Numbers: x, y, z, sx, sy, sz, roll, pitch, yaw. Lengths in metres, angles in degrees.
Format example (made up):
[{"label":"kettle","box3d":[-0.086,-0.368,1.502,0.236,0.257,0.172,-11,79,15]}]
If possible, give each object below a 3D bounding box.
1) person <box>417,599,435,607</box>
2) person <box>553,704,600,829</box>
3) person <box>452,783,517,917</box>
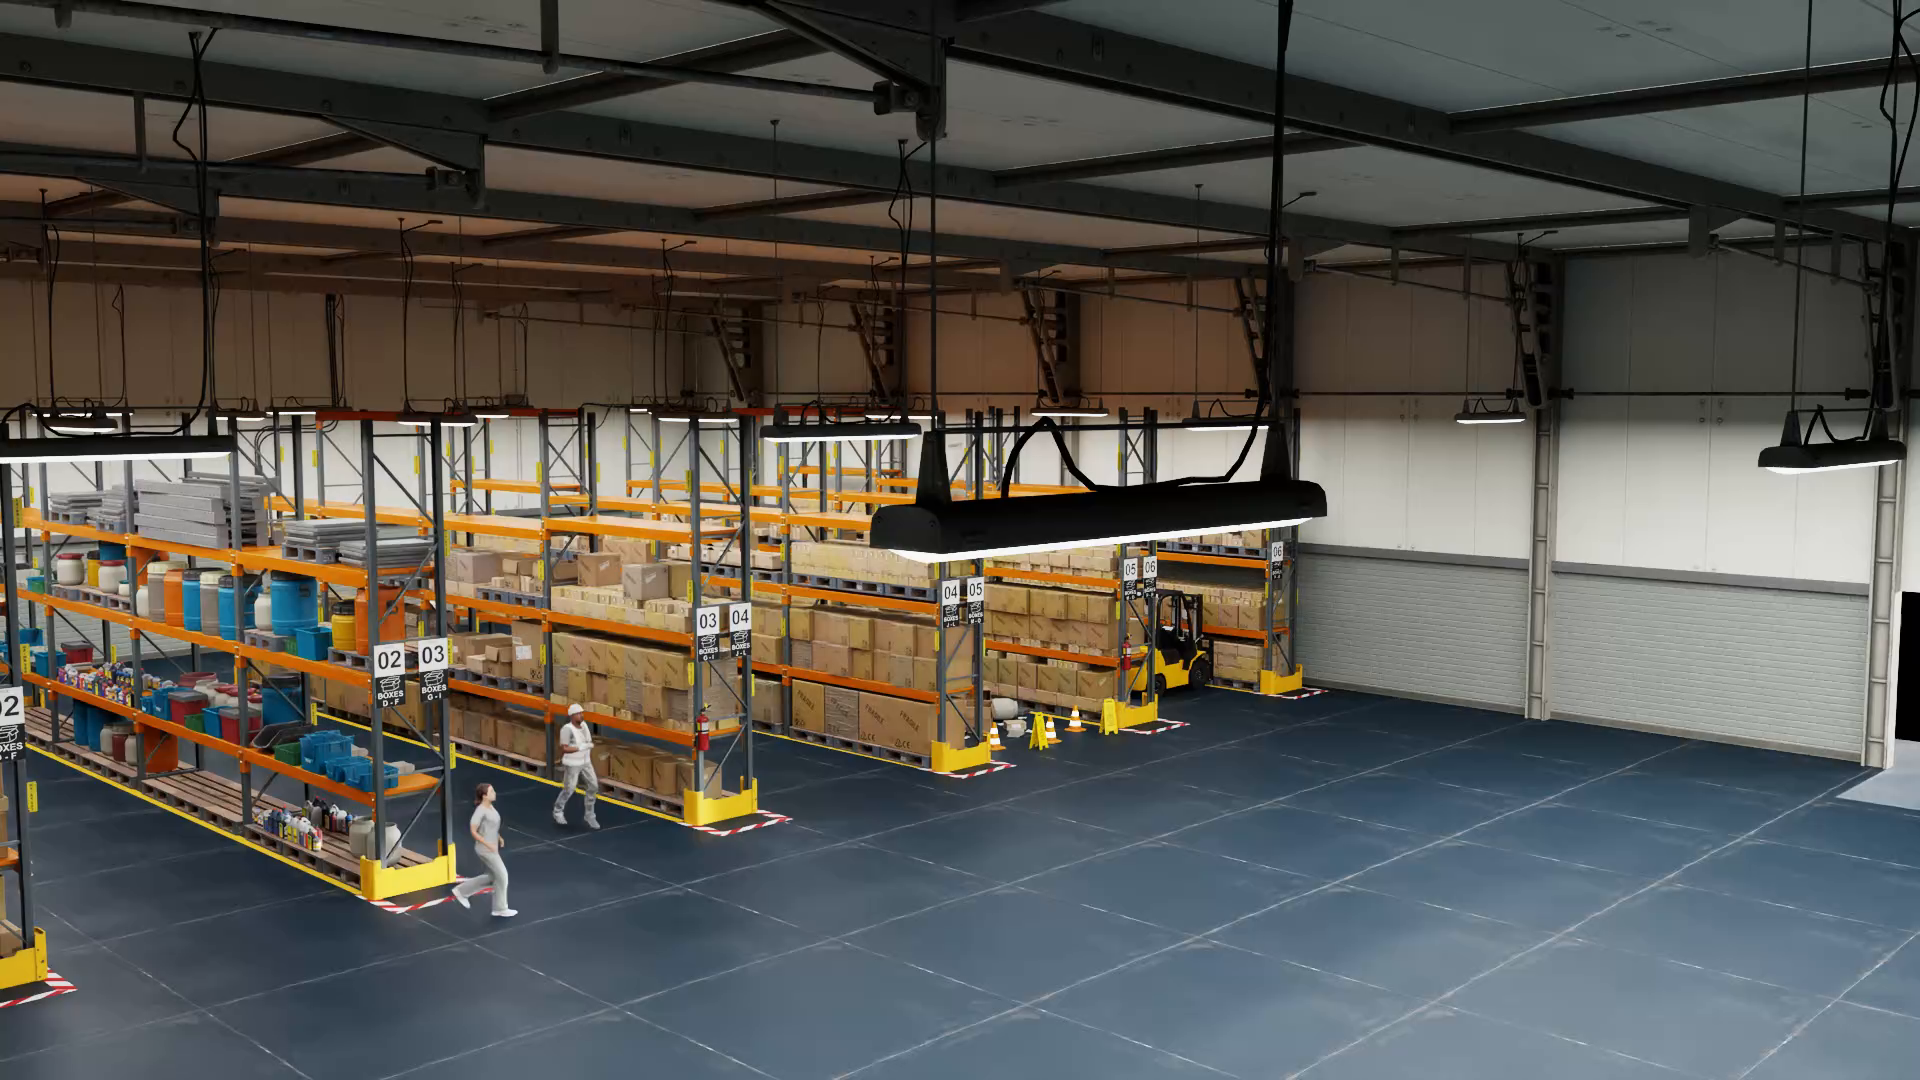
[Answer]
[{"label":"person","box3d":[-12.733,1.983,39.803,0.756,1.762,0.831,4,7,41]},{"label":"person","box3d":[-5.591,3.296,24.186,0.798,1.849,0.704,3,6,28]},{"label":"person","box3d":[-5.759,3.736,20.073,0.779,1.642,0.581,0,5,-5]}]
